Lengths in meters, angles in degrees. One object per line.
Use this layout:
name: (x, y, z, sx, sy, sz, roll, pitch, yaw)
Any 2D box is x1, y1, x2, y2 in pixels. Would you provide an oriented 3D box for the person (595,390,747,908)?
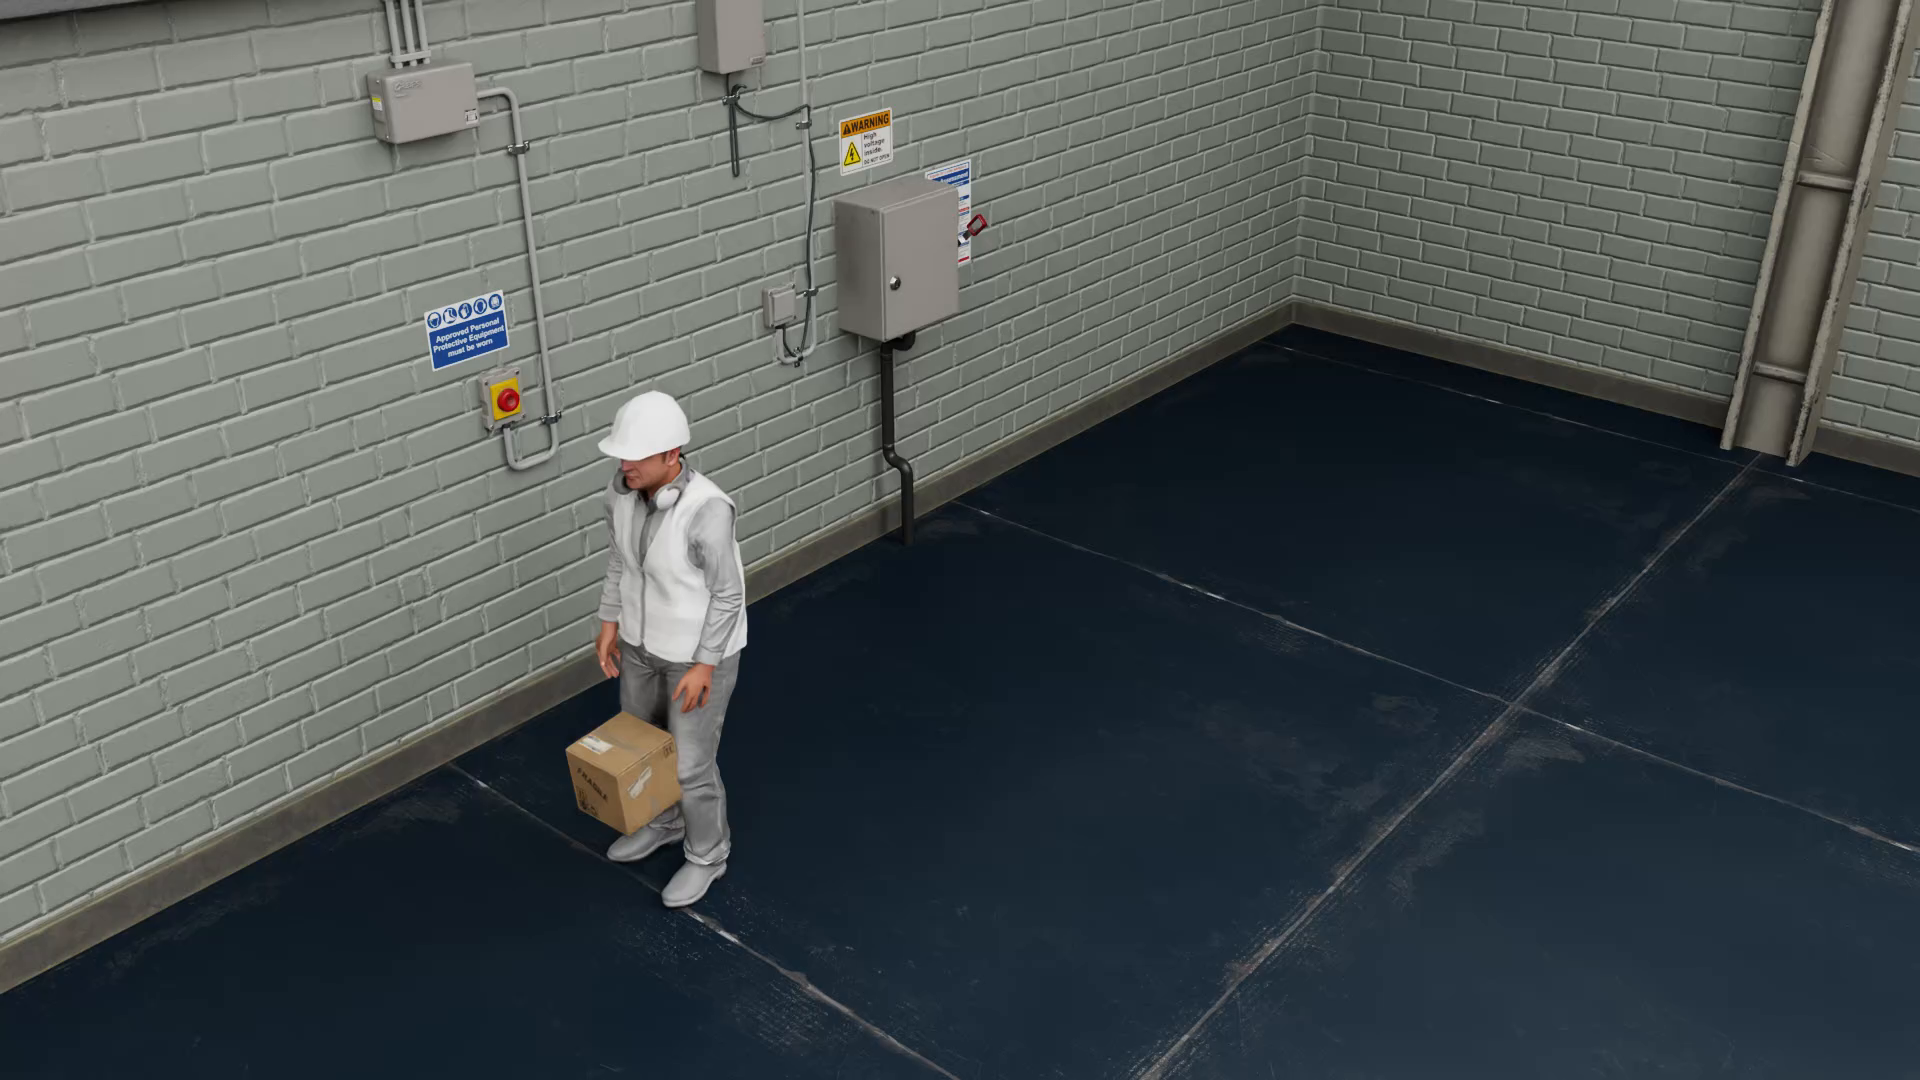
person: (-0.937, 0.341, 5.420, 0.560, 1.776, 0.472, 20, 33, 33)
